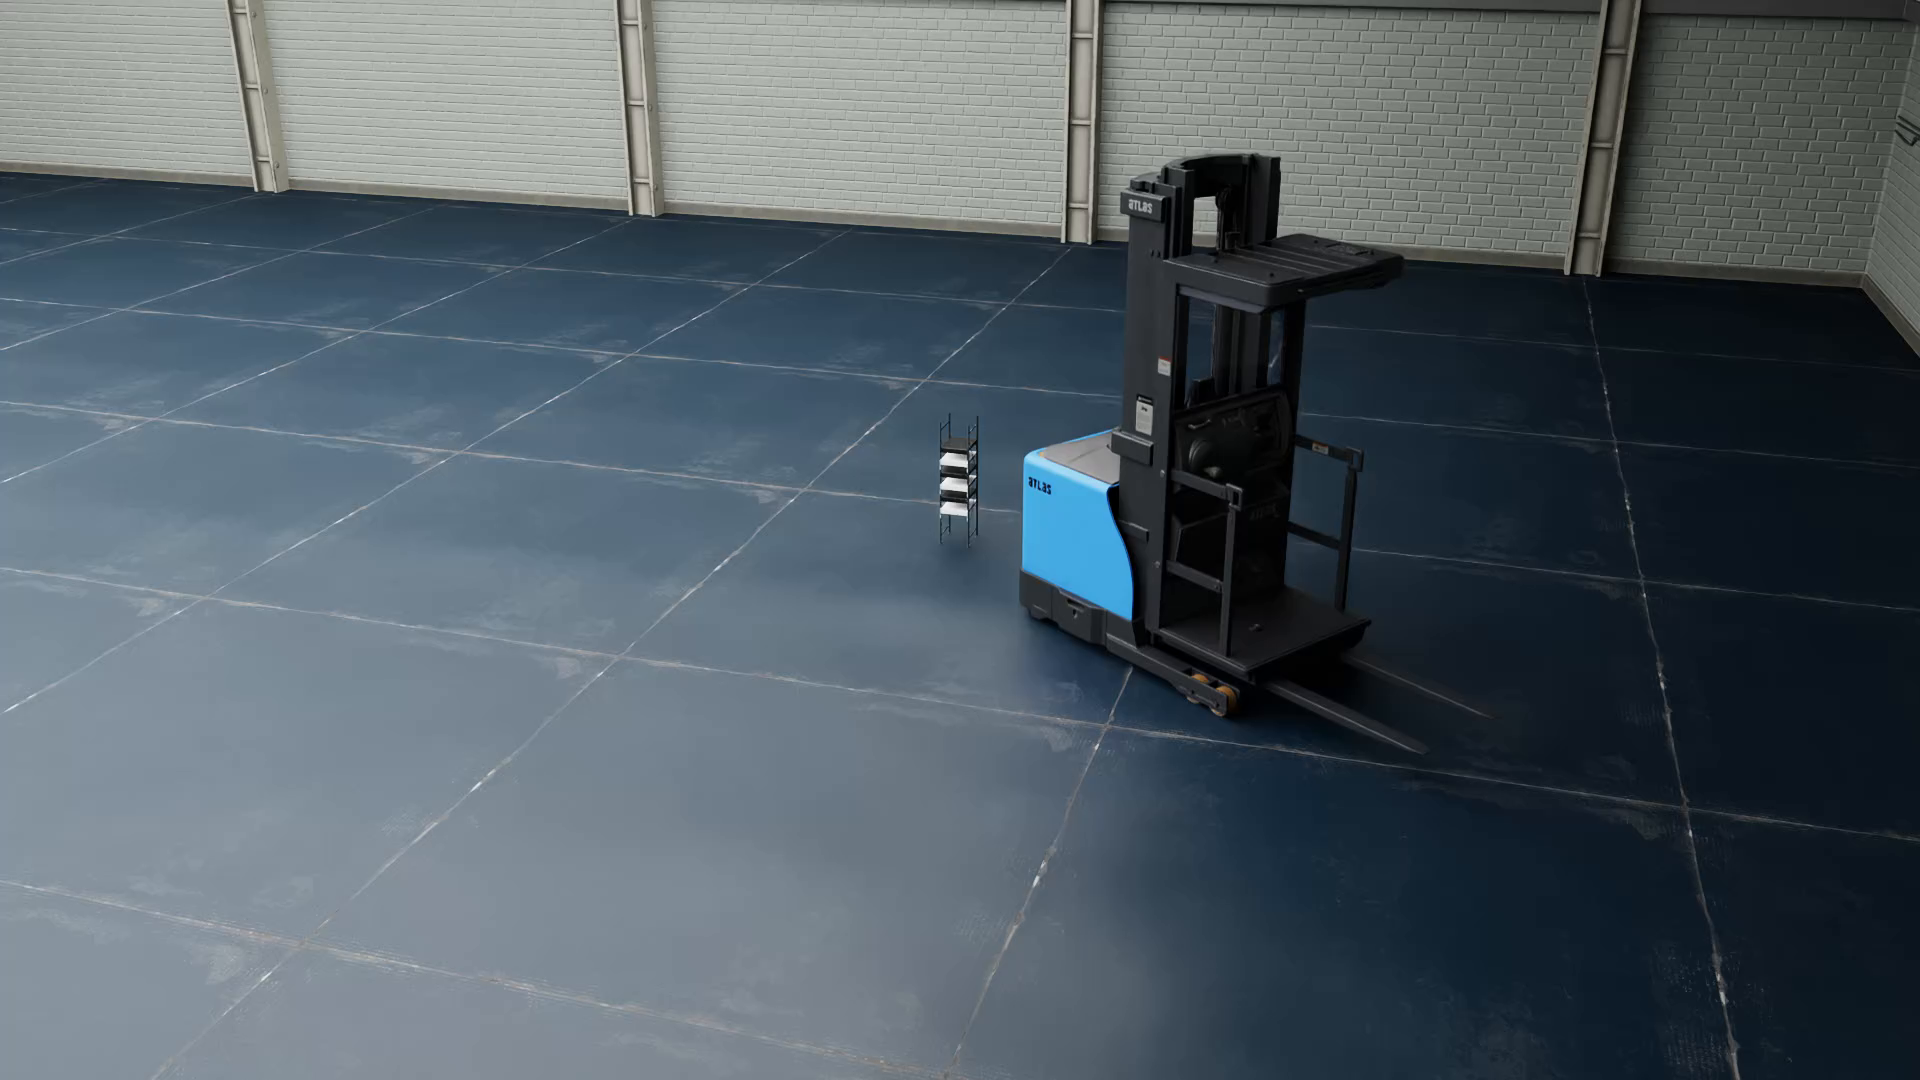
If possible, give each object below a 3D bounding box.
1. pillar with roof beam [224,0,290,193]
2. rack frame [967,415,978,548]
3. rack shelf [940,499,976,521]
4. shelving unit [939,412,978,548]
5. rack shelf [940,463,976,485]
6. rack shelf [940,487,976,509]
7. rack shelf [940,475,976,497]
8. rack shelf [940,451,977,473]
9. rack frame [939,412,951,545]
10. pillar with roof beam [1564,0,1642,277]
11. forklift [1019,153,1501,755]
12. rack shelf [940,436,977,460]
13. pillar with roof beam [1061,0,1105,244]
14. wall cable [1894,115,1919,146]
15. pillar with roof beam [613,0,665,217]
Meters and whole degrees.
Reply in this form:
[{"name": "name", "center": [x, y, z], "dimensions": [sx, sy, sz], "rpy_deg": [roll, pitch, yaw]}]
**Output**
[{"name": "pillar with roof beam", "center": [-11.232, -7.686, 18.650], "dimensions": [0.400, 9.000, 9.100], "rpy_deg": [7, 23, 16]}, {"name": "rack frame", "center": [0.090, -0.406, 11.574], "dimensions": [0.006, 0.900, 0.240], "rpy_deg": [7, 23, 16]}, {"name": "rack shelf", "center": [-0.008, -0.220, 11.682], "dimensions": [0.200, 0.077, 0.258], "rpy_deg": [7, 23, 16]}, {"name": "shelving unit", "center": [-0.008, -0.417, 11.601], "dimensions": [0.210, 0.900, 0.258], "rpy_deg": [7, 23, 16]}, {"name": "rack shelf", "center": [-0.008, -0.470, 11.580], "dimensions": [0.200, 0.077, 0.258], "rpy_deg": [7, 23, 16]}, {"name": "rack shelf", "center": [-0.008, -0.303, 11.648], "dimensions": [0.200, 0.077, 0.258], "rpy_deg": [7, 23, 16]}, {"name": "rack shelf", "center": [-0.008, -0.386, 11.614], "dimensions": [0.200, 0.077, 0.258], "rpy_deg": [7, 23, 16]}, {"name": "rack shelf", "center": [-0.008, -0.553, 11.546], "dimensions": [0.200, 0.077, 0.258], "rpy_deg": [7, 23, 16]}, {"name": "rack frame", "center": [-0.105, -0.428, 11.629], "dimensions": [0.006, 0.900, 0.240], "rpy_deg": [7, 23, 16]}, {"name": "pillar with roof beam", "center": [6.001, -5.713, 13.839], "dimensions": [0.400, 9.000, 9.100], "rpy_deg": [7, 23, 16]}, {"name": "forklift", "center": [1.691, -0.579, 9.320], "dimensions": [1.130, 2.935, 3.031], "rpy_deg": [-17, 28, -35]}, {"name": "rack shelf", "center": [-0.008, -0.636, 11.512], "dimensions": [0.200, 0.077, 0.258], "rpy_deg": [7, 23, 16]}, {"name": "pillar with roof beam", "center": [0.257, -6.370, 15.443], "dimensions": [0.400, 9.000, 9.100], "rpy_deg": [7, 23, 16]}, {"name": "wall cable", "center": [9.683, -5.037, 16.283], "dimensions": [0.112, 2.526, 3.097], "rpy_deg": [7, 23, 16]}, {"name": "pillar with roof beam", "center": [-5.488, -7.028, 17.046], "dimensions": [0.400, 9.000, 9.100], "rpy_deg": [7, 23, 16]}]
